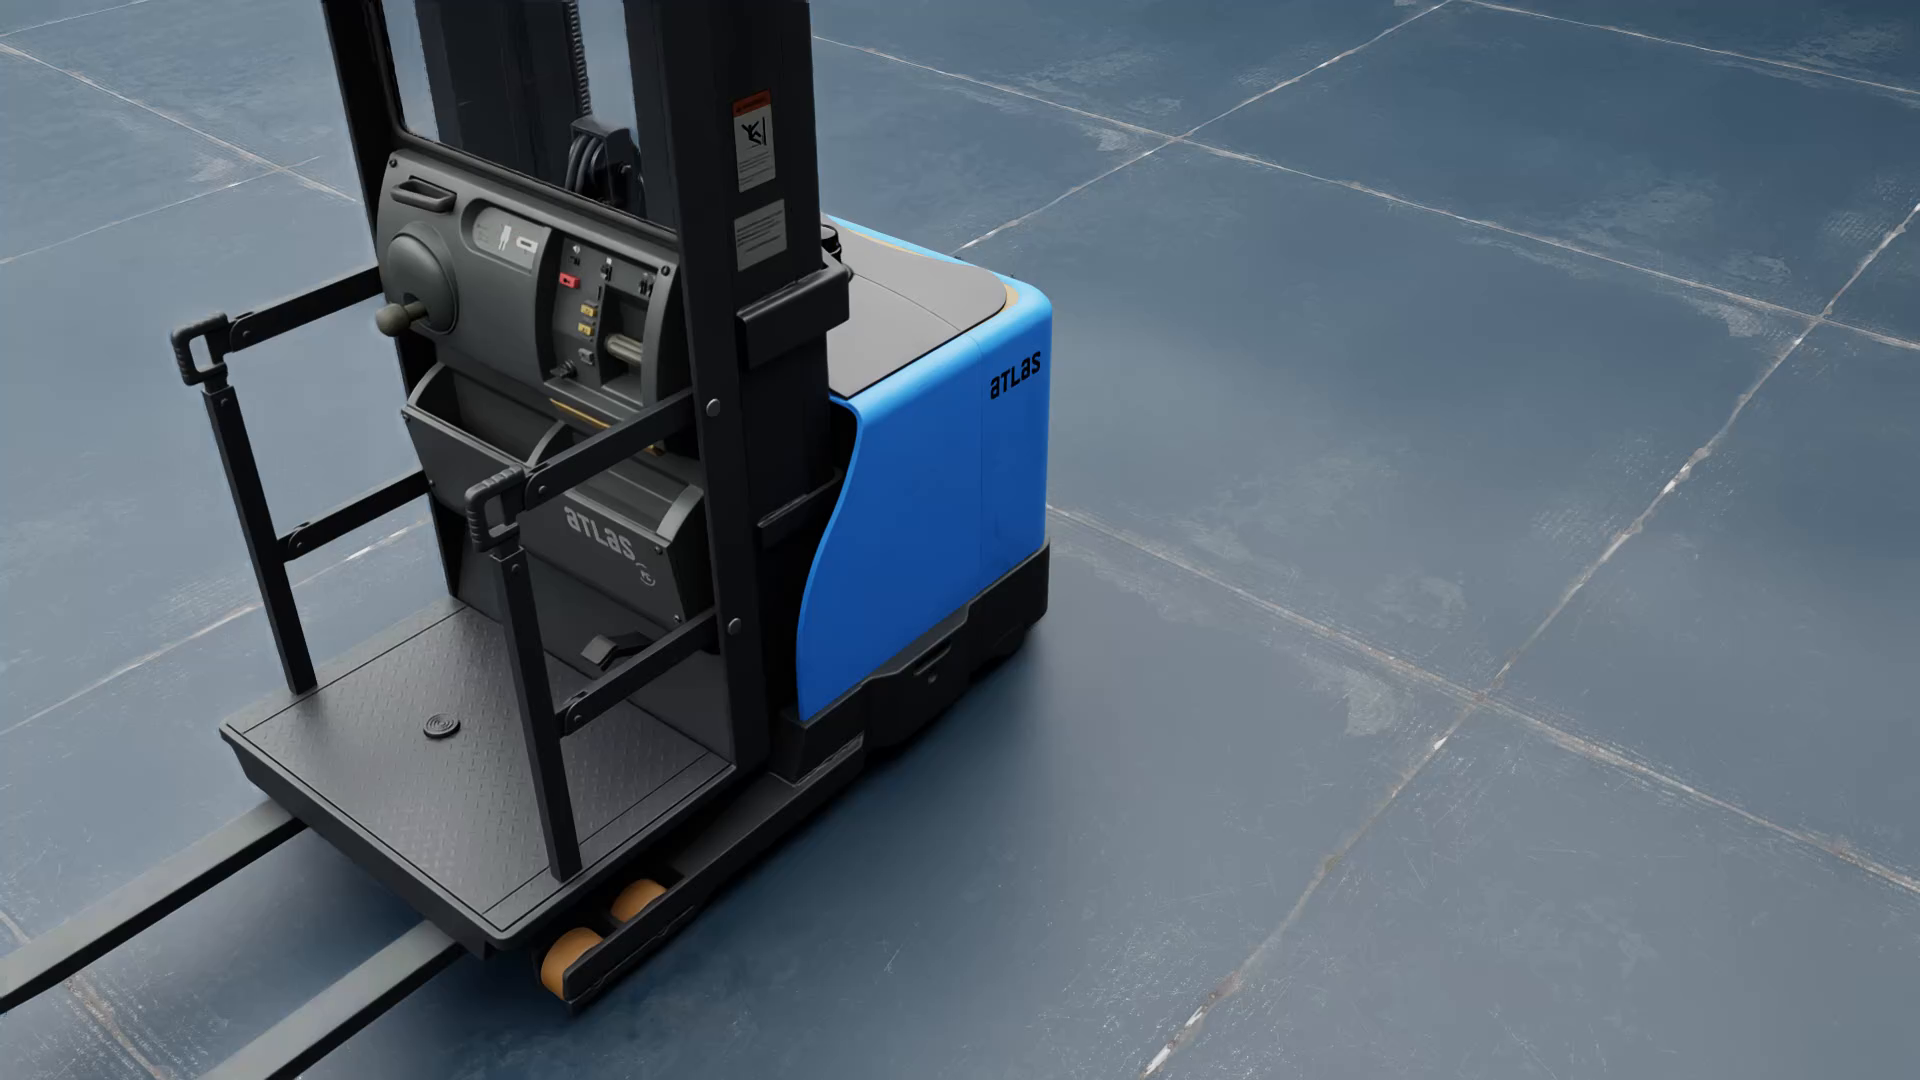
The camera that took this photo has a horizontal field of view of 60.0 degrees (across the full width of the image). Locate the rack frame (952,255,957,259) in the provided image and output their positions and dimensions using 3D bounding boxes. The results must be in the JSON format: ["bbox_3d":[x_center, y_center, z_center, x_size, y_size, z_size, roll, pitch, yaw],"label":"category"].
[{"bbox_3d":[-0.084,-0.411,5.054,0.006,0.900,0.240,24,41,31],"label":"rack frame"}]

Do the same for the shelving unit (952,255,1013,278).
[{"bbox_3d":[-0.004,-0.376,5.002,0.210,0.900,0.258,24,41,31],"label":"shelving unit"}]

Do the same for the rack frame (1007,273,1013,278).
[{"bbox_3d":[0.076,-0.340,4.950,0.006,0.900,0.240,24,41,31],"label":"rack frame"}]

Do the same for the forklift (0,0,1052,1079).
[{"bbox_3d":[-1.062,-0.489,3.373,1.130,2.935,3.031,25,41,31],"label":"forklift"}]
